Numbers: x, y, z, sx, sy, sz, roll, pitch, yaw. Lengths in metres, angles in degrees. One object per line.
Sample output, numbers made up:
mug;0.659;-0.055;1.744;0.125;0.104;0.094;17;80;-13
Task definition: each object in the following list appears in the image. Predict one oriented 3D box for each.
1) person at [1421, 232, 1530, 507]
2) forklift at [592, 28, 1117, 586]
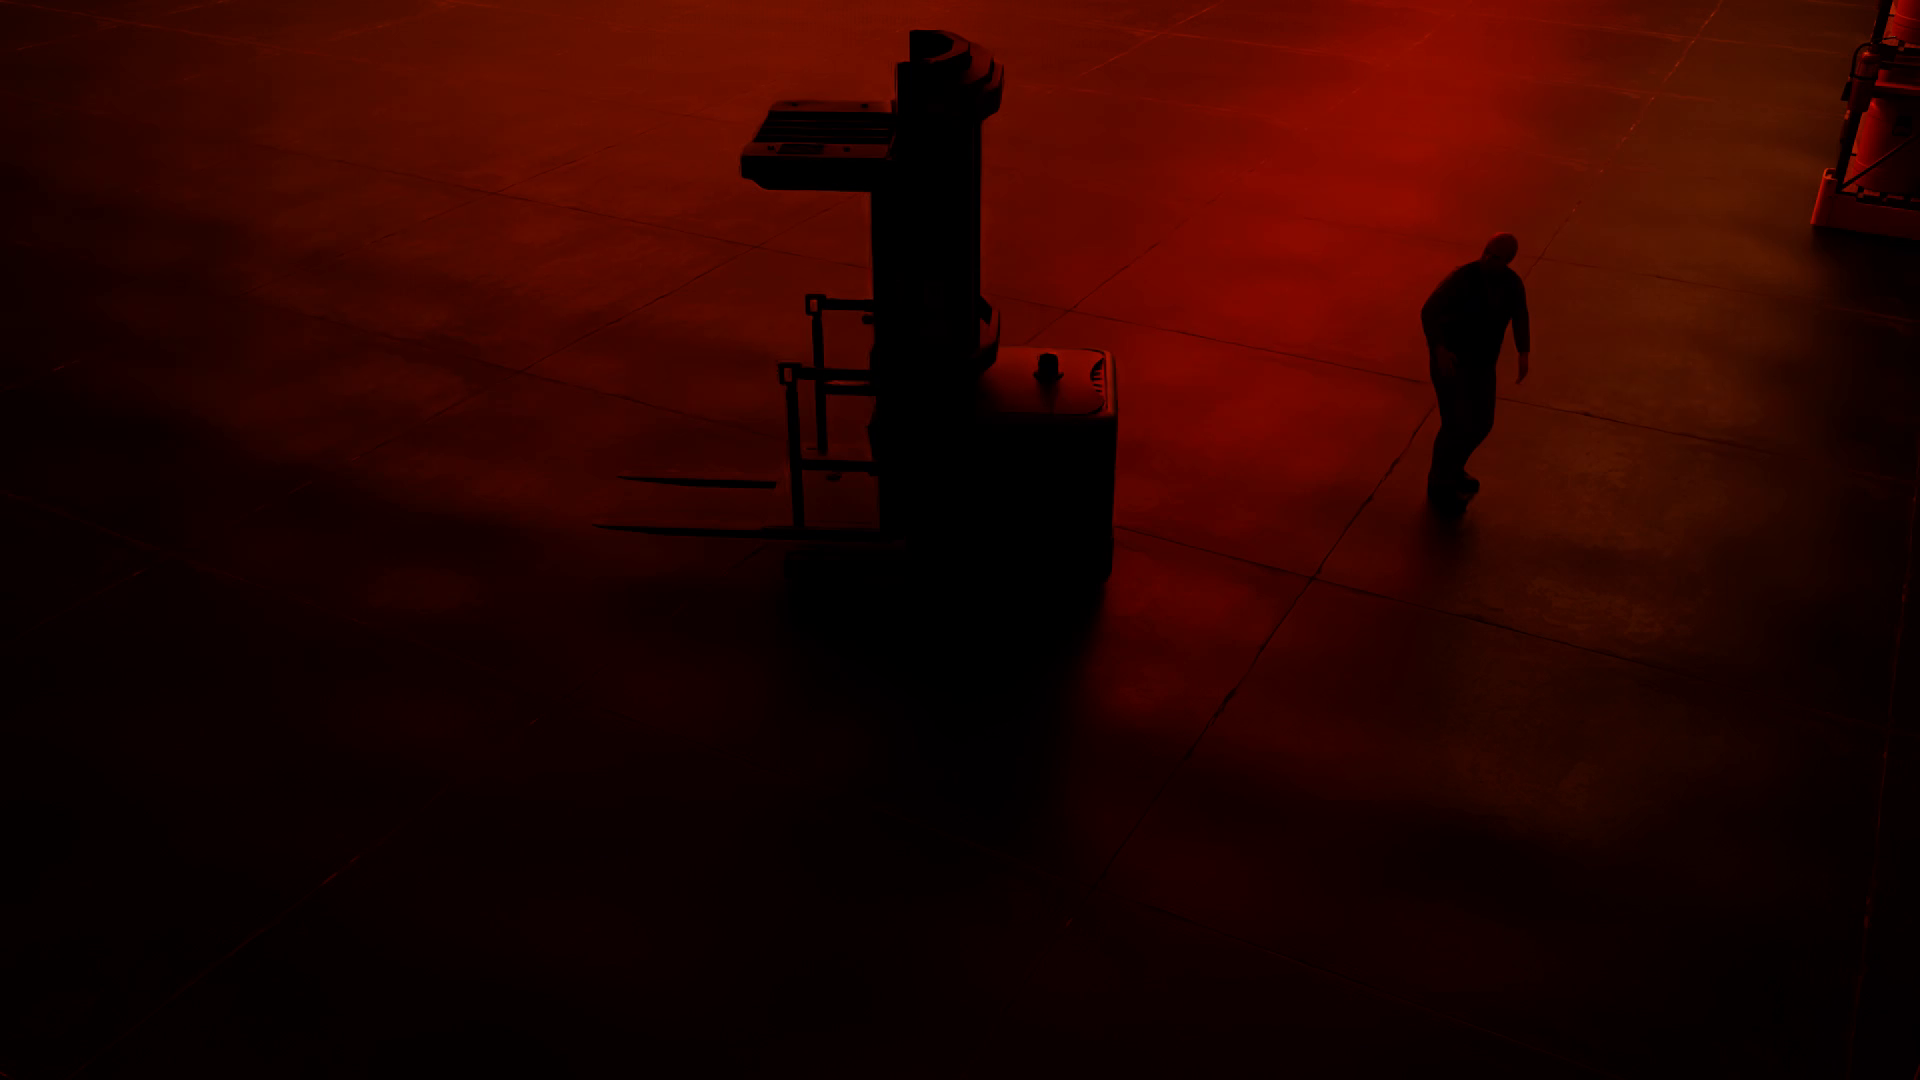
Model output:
person;3.171;-1.066;10.165;0.726;1.695;0.512;-13;32;-21
forklift;-0.616;-1.282;9.292;3.031;2.935;1.130;2;30;3
